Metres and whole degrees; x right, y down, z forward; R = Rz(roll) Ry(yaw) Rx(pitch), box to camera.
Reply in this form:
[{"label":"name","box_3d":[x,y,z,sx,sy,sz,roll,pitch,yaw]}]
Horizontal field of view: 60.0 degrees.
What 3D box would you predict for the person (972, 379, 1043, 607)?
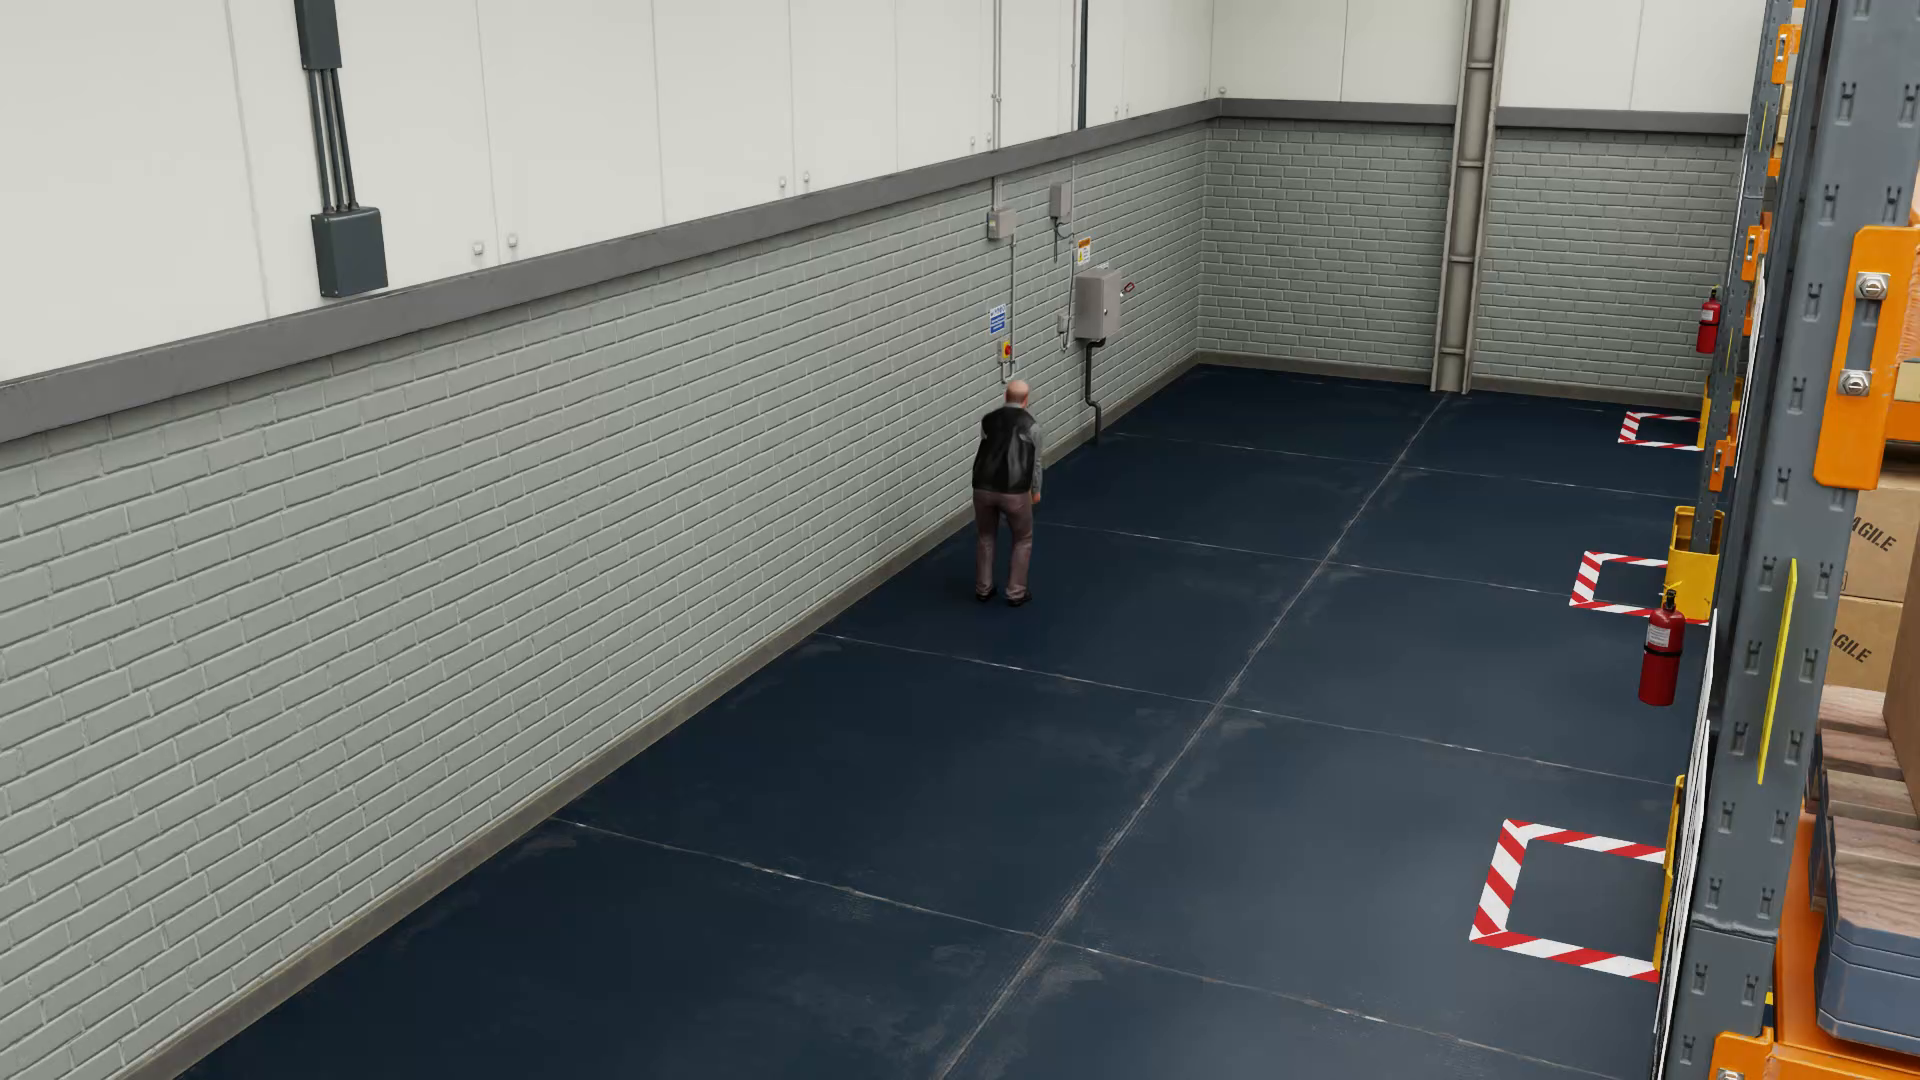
[{"label":"person","box_3d":[0.345,-0.350,12.296,0.473,1.616,0.644,8,20,22]}]
